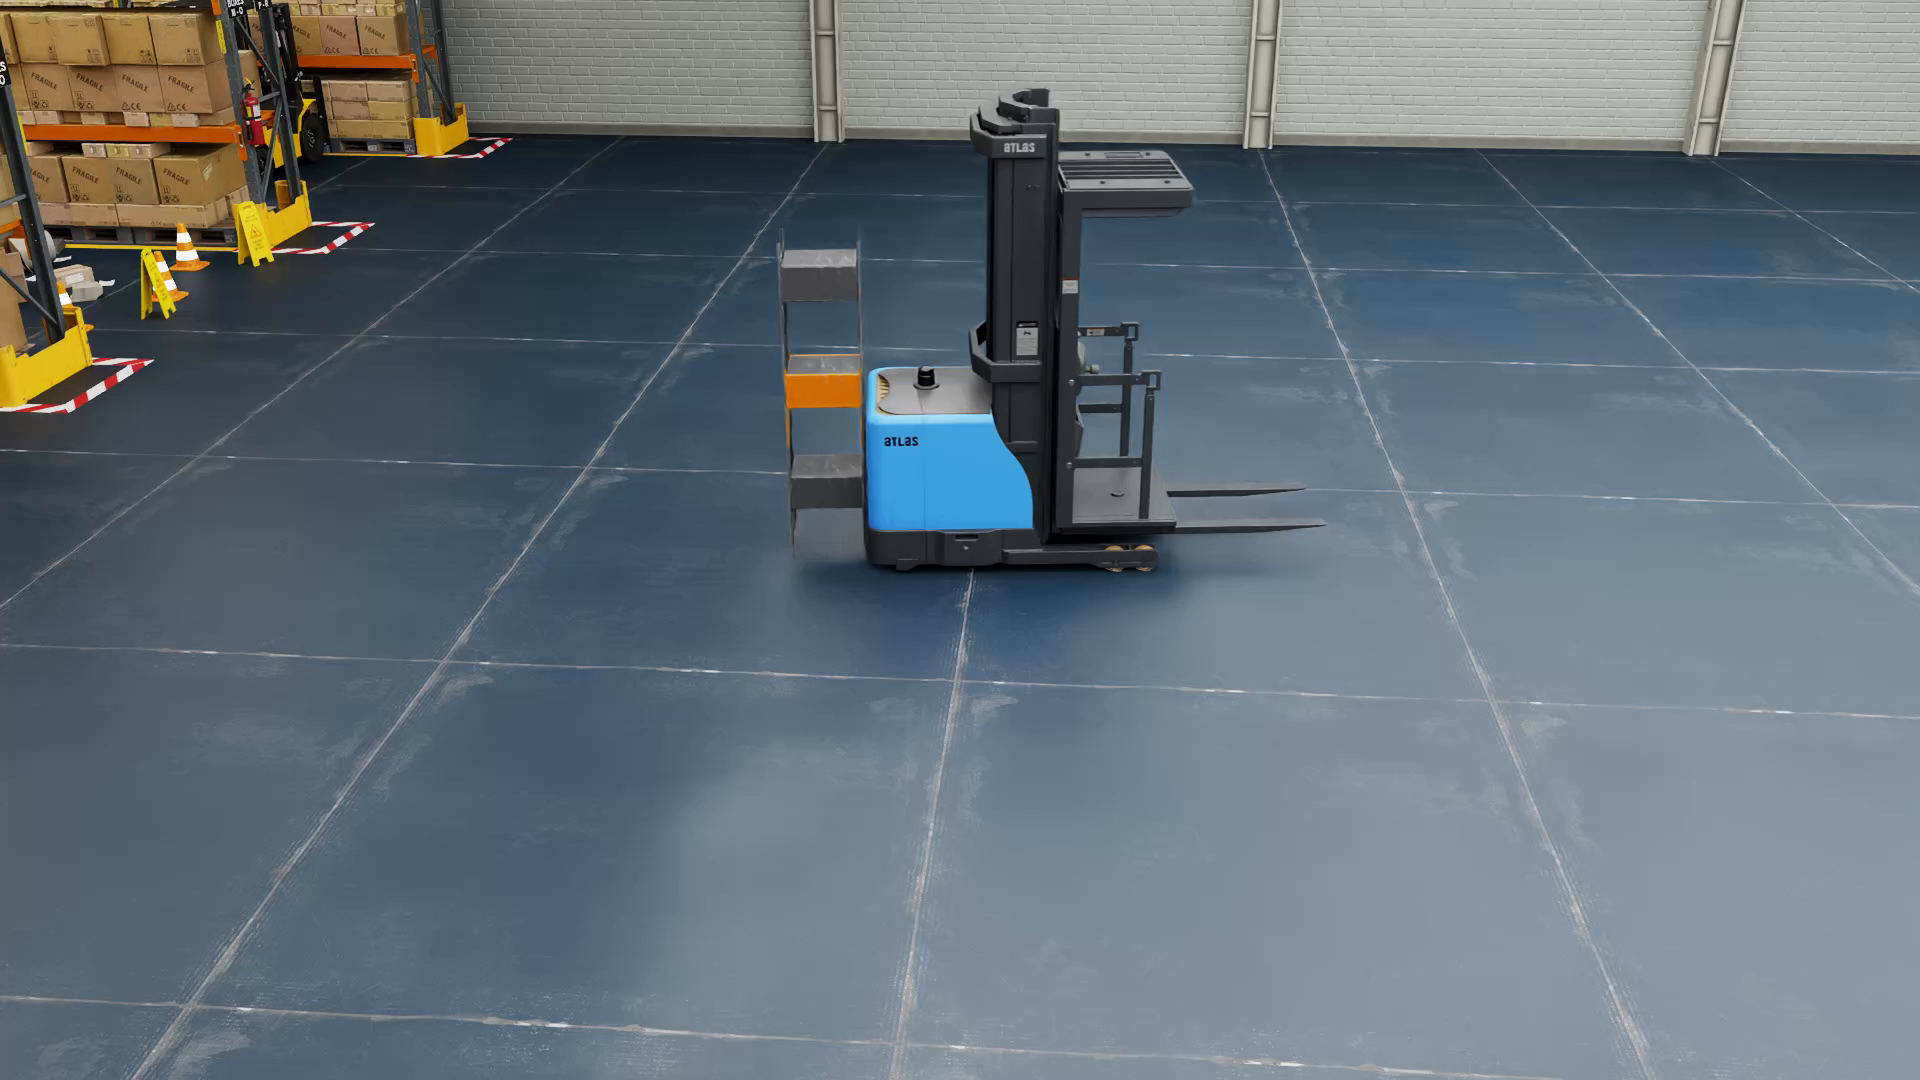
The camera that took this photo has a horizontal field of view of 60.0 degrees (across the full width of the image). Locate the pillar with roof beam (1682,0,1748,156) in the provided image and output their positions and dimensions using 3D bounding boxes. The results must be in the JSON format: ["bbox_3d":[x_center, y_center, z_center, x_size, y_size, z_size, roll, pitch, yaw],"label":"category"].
[{"bbox_3d":[9.789,-7.584,16.966,0.400,9.000,9.100,2,25,4],"label":"pillar with roof beam"}]

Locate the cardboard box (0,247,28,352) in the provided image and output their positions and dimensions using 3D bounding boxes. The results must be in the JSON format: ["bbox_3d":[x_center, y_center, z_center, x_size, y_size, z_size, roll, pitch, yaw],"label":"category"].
[{"bbox_3d":[-8.539,-1.915,13.863,0.875,0.875,0.875,2,25,4],"label":"cardboard box"}]

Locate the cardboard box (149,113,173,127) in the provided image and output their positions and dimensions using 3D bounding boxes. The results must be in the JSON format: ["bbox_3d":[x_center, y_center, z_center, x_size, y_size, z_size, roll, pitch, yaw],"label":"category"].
[{"bbox_3d":[-8.484,-4.550,17.849,0.250,0.149,0.380,1,25,3],"label":"cardboard box"}]

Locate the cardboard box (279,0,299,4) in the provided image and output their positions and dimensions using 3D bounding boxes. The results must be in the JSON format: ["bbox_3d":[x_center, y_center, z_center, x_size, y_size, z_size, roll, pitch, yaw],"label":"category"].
[{"bbox_3d":[-8.857,-7.229,22.120,0.250,0.149,0.380,2,25,5],"label":"cardboard box"}]

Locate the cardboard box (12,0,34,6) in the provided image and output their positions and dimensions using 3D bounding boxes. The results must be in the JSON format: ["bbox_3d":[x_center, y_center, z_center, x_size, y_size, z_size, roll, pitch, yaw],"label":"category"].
[{"bbox_3d":[-12.577,-7.235,22.490,0.250,0.149,0.380,1,25,3],"label":"cardboard box"}]

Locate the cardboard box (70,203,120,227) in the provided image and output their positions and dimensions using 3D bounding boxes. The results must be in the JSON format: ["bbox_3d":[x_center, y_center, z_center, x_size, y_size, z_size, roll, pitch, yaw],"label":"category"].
[{"bbox_3d":[-9.445,-3.652,18.384,0.500,0.250,0.500,1,25,2],"label":"cardboard box"}]

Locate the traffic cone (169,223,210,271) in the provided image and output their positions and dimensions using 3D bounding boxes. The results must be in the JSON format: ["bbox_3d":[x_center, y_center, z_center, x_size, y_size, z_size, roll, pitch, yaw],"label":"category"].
[{"bbox_3d":[-8.108,-3.086,17.402,0.334,0.463,0.336,2,25,4],"label":"traffic cone"}]

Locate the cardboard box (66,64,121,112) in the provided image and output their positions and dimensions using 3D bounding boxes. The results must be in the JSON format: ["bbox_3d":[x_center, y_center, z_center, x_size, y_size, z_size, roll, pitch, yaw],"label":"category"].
[{"bbox_3d":[-9.140,-4.880,17.792,0.500,0.500,0.500,2,25,4],"label":"cardboard box"}]

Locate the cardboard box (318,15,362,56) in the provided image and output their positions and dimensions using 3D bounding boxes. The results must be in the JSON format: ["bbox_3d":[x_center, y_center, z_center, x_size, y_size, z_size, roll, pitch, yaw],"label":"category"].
[{"bbox_3d":[-8.231,-6.803,22.326,0.500,0.500,0.500,3,25,6],"label":"cardboard box"}]

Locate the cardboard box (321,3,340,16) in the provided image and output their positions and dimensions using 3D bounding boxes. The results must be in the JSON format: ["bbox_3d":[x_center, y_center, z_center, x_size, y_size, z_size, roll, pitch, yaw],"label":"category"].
[{"bbox_3d":[-8.328,-7.107,22.212,0.250,0.149,0.380,2,25,4],"label":"cardboard box"}]

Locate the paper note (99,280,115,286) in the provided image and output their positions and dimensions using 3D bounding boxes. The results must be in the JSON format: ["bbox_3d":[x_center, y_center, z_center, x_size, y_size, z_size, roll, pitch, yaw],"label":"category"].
[{"bbox_3d":[-8.675,-2.614,16.894,0.142,0.019,0.148,-7,26,-14],"label":"paper note"}]

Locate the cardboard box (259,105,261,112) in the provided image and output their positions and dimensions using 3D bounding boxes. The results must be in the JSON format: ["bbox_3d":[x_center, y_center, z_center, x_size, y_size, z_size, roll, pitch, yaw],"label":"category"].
[{"bbox_3d":[-7.903,-4.745,18.274,0.250,0.149,0.380,2,25,4],"label":"cardboard box"}]

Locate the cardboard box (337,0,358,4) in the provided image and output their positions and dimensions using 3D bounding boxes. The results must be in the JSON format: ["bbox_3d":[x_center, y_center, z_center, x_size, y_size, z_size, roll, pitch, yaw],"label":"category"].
[{"bbox_3d":[-8.088,-7.222,22.105,0.250,0.149,0.380,2,25,5],"label":"cardboard box"}]

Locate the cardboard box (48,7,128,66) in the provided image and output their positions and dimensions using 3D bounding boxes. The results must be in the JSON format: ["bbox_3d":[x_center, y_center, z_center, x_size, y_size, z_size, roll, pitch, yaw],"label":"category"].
[{"bbox_3d":[-9.127,-5.315,17.540,0.500,0.500,0.700,2,25,3],"label":"cardboard box"}]

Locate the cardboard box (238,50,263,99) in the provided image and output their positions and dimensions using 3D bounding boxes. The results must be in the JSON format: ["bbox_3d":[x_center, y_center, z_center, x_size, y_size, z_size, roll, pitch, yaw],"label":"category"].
[{"bbox_3d":[-8.031,-5.073,18.211,0.500,0.500,0.500,1,25,3],"label":"cardboard box"}]

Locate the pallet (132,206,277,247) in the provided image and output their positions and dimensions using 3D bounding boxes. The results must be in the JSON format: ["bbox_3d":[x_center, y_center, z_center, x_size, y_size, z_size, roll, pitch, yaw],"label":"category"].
[{"bbox_3d":[-8.463,-3.538,18.687,1.213,0.211,1.003,2,25,4],"label":"pallet"}]

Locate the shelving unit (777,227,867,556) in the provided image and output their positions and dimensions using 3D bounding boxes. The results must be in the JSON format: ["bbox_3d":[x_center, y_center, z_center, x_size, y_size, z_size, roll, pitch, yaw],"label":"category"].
[{"bbox_3d":[-0.876,-0.937,10.775,0.503,2.100,0.431,-1,25,-2],"label":"shelving unit"}]

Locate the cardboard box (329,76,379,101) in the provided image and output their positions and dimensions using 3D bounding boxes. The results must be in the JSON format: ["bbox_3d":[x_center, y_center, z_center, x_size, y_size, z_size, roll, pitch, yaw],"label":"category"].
[{"bbox_3d":[-8.196,-6.125,22.564,0.500,0.250,0.500,2,25,5],"label":"cardboard box"}]

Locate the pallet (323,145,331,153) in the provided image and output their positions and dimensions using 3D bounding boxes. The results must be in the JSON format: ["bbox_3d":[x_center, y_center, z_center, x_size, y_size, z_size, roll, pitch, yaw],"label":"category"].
[{"bbox_3d":[-9.183,-5.611,23.192,1.213,0.211,1.003,2,25,4],"label":"pallet"}]

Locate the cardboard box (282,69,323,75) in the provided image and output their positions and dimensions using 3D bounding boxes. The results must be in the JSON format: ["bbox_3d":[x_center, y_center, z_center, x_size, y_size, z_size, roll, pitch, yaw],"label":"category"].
[{"bbox_3d":[-9.175,-6.375,23.107,0.500,0.250,0.500,1,25,3],"label":"cardboard box"}]

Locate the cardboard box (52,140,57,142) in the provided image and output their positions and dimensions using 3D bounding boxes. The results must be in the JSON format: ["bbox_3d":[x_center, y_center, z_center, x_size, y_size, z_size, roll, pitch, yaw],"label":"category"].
[{"bbox_3d":[-10.451,-4.250,18.787,0.500,0.500,0.500,2,25,5],"label":"cardboard box"}]

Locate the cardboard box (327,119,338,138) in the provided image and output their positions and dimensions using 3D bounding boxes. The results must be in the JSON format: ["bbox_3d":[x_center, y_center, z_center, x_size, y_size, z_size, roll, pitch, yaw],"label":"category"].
[{"bbox_3d":[-8.690,-5.695,22.826,0.500,0.250,0.500,2,25,5],"label":"cardboard box"}]

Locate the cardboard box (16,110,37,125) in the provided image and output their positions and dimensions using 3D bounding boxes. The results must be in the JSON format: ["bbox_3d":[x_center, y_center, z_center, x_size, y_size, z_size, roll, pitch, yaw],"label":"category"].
[{"bbox_3d":[-10.004,-4.587,17.931,0.250,0.149,0.380,2,25,4],"label":"cardboard box"}]

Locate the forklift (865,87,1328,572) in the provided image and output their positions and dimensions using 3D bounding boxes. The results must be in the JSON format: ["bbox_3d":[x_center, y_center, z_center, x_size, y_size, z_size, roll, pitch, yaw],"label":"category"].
[{"bbox_3d":[0.896,-1.347,10.670,3.031,2.935,1.130,-1,25,-2],"label":"forklift"}]

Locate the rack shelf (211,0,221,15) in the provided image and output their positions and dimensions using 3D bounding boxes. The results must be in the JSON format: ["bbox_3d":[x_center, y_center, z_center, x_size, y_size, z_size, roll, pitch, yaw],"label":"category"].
[{"bbox_3d":[-9.574,-5.862,17.673,4.000,0.370,1.077,2,25,4],"label":"rack shelf"}]

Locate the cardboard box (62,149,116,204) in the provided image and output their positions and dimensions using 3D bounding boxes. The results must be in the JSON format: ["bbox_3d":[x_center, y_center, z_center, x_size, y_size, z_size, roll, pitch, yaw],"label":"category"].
[{"bbox_3d":[-9.422,-3.995,18.235,0.500,0.500,0.500,1,25,3],"label":"cardboard box"}]

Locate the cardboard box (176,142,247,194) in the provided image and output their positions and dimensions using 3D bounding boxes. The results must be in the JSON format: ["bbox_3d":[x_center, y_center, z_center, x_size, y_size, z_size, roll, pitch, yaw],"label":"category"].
[{"bbox_3d":[-8.387,-4.186,18.648,0.500,0.500,0.500,1,25,2],"label":"cardboard box"}]

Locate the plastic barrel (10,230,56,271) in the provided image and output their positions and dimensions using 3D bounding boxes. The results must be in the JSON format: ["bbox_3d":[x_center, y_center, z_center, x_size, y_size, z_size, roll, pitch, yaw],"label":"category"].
[{"bbox_3d":[-9.755,-3.027,17.321,0.421,0.421,0.512,22,33,39],"label":"plastic barrel"}]

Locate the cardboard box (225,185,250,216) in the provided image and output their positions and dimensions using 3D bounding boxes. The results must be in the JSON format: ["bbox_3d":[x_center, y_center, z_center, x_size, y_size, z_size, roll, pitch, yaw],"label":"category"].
[{"bbox_3d":[-8.363,-3.845,18.804,0.500,0.250,0.500,2,25,4],"label":"cardboard box"}]

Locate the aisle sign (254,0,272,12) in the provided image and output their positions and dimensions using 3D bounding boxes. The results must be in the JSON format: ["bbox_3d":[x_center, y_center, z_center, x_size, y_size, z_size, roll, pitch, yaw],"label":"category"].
[{"bbox_3d":[-7.495,-6.070,17.743,0.004,0.787,0.394,2,25,4],"label":"aisle sign"}]

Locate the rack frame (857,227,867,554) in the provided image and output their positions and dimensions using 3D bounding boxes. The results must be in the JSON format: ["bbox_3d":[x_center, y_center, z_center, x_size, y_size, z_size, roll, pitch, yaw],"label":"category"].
[{"bbox_3d":[-0.632,-0.942,10.784,0.015,2.100,0.400,-1,25,-2],"label":"rack frame"}]

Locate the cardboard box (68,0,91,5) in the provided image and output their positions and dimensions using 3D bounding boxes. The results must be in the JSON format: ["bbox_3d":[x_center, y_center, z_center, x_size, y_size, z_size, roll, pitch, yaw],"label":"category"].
[{"bbox_3d":[-11.808,-7.218,22.452,0.250,0.149,0.380,1,25,3],"label":"cardboard box"}]

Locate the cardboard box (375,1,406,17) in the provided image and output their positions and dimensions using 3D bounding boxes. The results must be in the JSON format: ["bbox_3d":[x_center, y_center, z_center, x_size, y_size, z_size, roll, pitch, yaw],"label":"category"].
[{"bbox_3d":[-7.571,-7.065,22.120,0.250,0.149,0.380,2,25,5],"label":"cardboard box"}]

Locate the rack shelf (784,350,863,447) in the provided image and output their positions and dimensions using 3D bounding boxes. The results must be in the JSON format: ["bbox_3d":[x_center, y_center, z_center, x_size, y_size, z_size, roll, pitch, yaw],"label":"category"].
[{"bbox_3d":[-0.876,-0.925,10.781,0.480,0.518,0.431,-1,25,-2],"label":"rack shelf"}]

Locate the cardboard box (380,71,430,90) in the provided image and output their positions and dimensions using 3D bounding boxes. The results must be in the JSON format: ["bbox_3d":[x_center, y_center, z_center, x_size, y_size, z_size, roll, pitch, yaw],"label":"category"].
[{"bbox_3d":[-7.668,-6.321,22.989,0.500,0.250,0.500,1,25,3],"label":"cardboard box"}]

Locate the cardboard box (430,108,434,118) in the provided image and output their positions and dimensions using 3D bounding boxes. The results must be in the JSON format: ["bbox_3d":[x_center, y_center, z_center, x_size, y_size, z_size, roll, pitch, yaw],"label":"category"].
[{"bbox_3d":[-7.679,-5.870,23.205,0.500,0.250,0.500,2,25,4],"label":"cardboard box"}]

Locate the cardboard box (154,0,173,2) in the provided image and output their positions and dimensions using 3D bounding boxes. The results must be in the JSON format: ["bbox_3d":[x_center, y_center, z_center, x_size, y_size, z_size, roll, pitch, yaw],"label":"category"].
[{"bbox_3d":[-10.628,-7.337,22.355,0.250,0.149,0.380,2,25,5],"label":"cardboard box"}]

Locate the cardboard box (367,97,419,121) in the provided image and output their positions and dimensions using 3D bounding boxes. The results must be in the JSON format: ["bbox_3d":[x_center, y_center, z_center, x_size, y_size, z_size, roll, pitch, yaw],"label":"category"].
[{"bbox_3d":[-7.713,-5.885,22.640,0.500,0.250,0.500,2,25,3],"label":"cardboard box"}]

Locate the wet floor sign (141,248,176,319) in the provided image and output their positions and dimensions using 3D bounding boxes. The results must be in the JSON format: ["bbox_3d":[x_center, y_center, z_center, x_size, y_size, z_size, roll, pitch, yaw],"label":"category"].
[{"bbox_3d":[-7.678,-2.450,15.803,0.232,0.644,0.267,-2,25,-5],"label":"wet floor sign"}]

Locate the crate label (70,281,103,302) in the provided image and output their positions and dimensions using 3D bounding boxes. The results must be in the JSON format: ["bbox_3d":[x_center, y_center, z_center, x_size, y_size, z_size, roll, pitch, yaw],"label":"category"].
[{"bbox_3d":[-8.642,-2.463,16.440,0.298,0.136,0.250,-11,27,-23],"label":"crate label"}]

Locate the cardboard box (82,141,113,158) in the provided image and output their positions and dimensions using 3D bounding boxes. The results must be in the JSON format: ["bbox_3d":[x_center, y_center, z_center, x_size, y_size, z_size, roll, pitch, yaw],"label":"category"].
[{"bbox_3d":[-9.283,-4.258,18.029,0.250,0.149,0.380,3,25,6],"label":"cardboard box"}]

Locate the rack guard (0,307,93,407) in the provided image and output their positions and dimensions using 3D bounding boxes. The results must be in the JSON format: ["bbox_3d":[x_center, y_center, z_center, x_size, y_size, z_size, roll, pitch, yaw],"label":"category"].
[{"bbox_3d":[-7.834,-1.559,14.040,0.348,0.500,1.175,2,25,4],"label":"rack guard"}]

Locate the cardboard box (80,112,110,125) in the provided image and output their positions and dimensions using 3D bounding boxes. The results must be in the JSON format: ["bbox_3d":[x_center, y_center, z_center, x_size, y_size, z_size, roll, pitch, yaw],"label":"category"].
[{"bbox_3d":[-9.250,-4.582,17.921,0.250,0.149,0.380,2,25,3],"label":"cardboard box"}]

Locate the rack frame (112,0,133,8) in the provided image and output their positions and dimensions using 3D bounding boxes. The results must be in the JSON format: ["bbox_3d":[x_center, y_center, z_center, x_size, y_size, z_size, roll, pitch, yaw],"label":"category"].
[{"bbox_3d":[-11.192,-6.959,22.785,0.127,3.000,1.000,2,25,4],"label":"rack frame"}]

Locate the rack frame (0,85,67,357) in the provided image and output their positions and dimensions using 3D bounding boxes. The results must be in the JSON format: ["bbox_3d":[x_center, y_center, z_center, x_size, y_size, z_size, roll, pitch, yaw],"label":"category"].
[{"bbox_3d":[-7.858,-2.696,13.520,0.127,3.000,1.000,2,25,4],"label":"rack frame"}]

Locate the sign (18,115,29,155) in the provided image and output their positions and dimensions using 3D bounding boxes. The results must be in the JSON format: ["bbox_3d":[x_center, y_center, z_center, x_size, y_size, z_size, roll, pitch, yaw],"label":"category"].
[{"bbox_3d":[-7.810,-3.356,13.824,0.005,0.325,0.100,2,25,4],"label":"sign"}]

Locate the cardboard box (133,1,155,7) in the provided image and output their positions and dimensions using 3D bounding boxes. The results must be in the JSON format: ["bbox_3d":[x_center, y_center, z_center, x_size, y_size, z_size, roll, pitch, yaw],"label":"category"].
[{"bbox_3d":[-10.894,-7.179,22.368,0.250,0.149,0.380,1,25,3],"label":"cardboard box"}]
